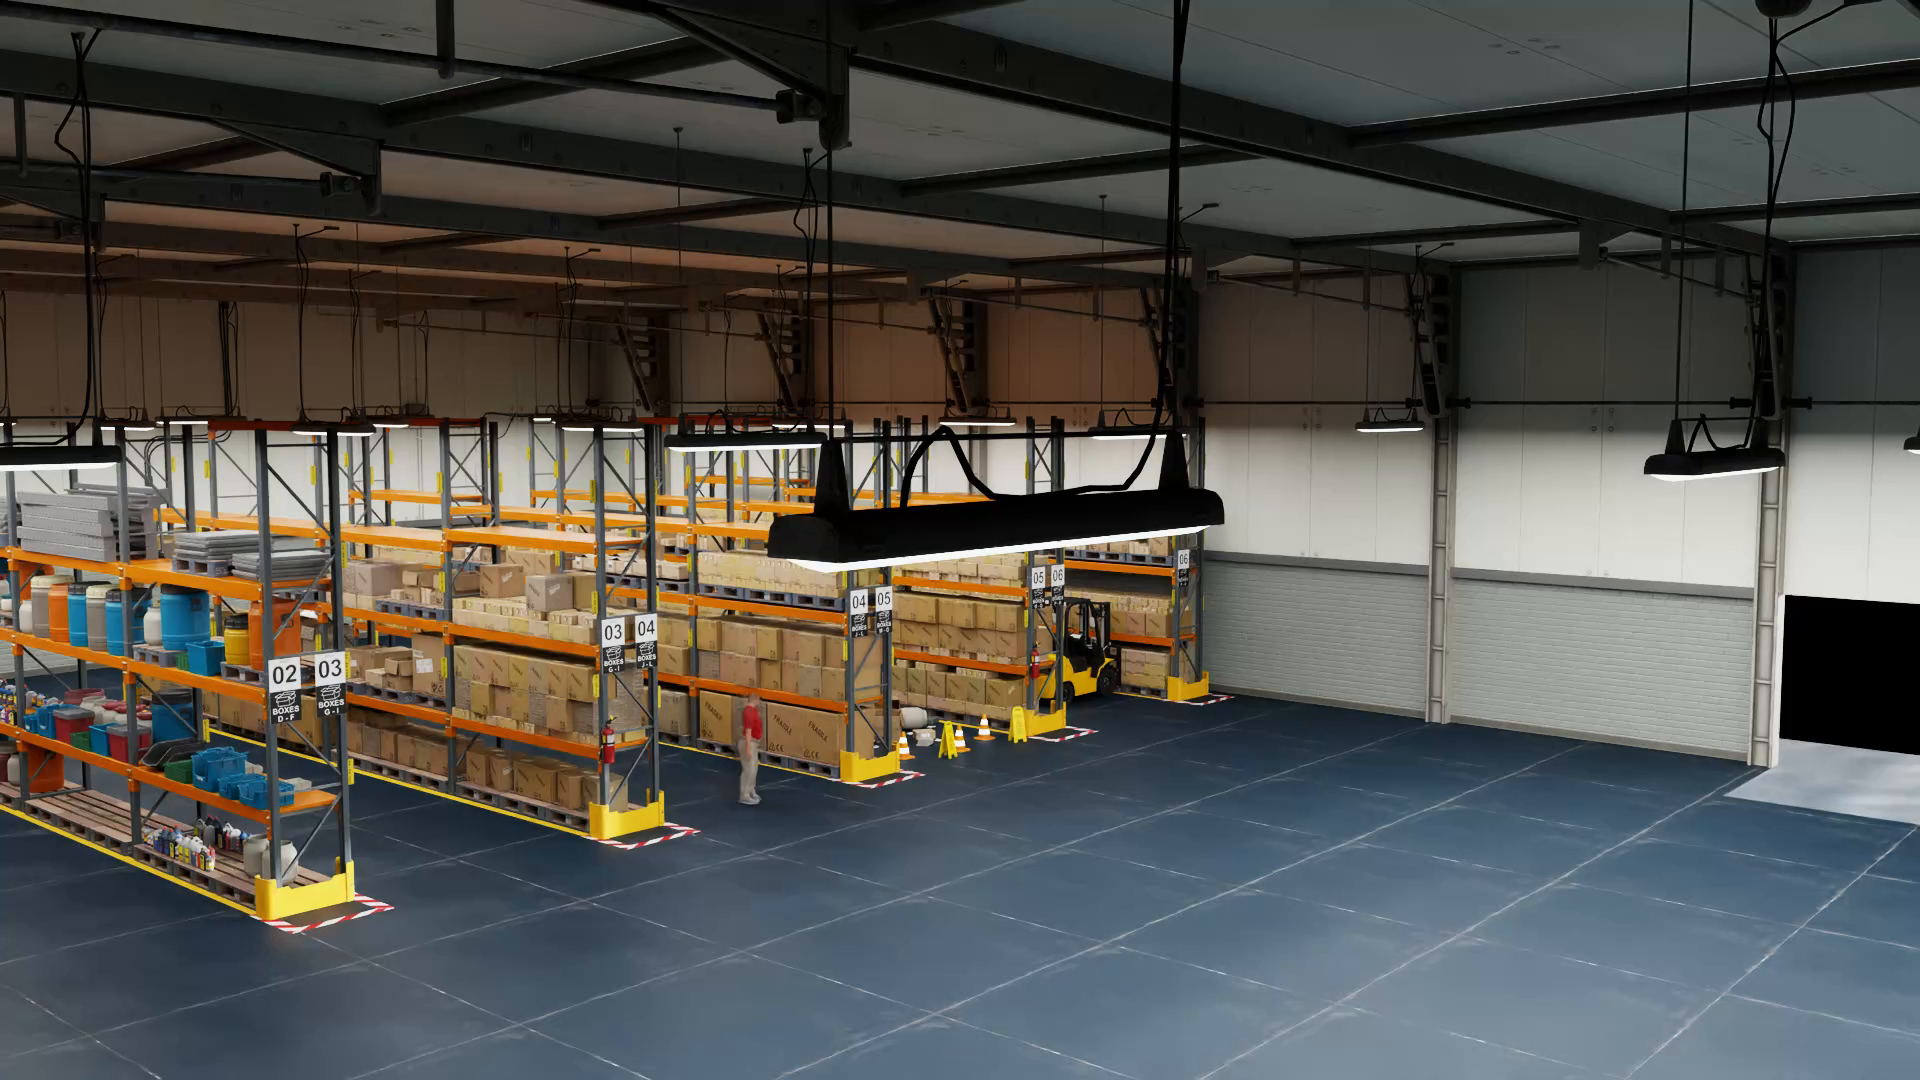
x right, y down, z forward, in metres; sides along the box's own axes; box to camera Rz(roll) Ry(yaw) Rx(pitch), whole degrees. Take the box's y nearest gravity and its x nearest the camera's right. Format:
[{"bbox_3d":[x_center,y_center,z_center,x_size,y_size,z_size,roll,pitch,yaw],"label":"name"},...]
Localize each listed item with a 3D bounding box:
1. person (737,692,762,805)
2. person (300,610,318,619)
[{"bbox_3d":[-3.332,3.284,26.353,0.382,1.739,0.618,0,5,-5],"label":"person"},{"bbox_3d":[-15.534,2.202,39.799,0.553,1.637,0.955,-2,5,-21],"label":"person"}]
